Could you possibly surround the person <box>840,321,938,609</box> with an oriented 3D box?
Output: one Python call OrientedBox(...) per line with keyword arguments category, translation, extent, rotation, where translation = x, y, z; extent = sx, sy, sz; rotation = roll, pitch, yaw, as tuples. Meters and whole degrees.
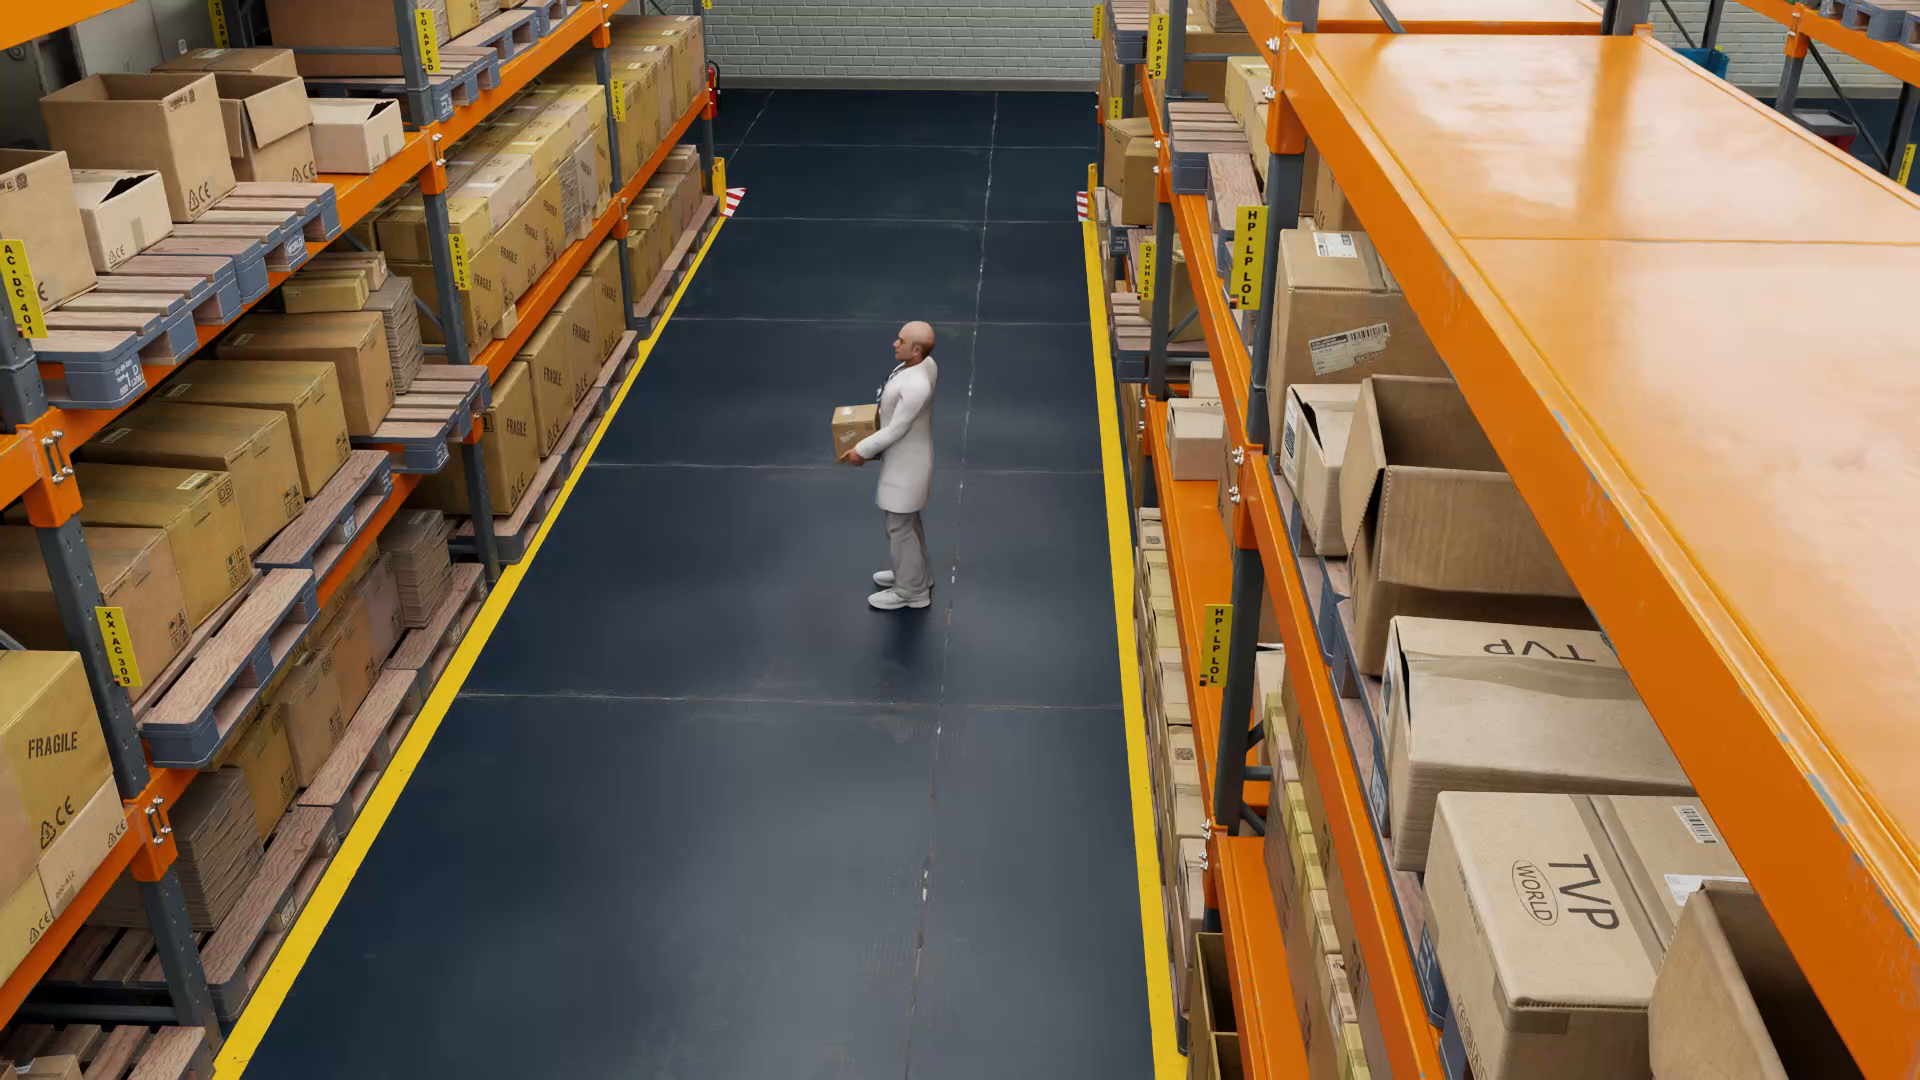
OrientedBox(category="person", translation=(-0.411, -0.448, 9.740), extent=(0.555, 1.769, 0.529), rotation=(1, 28, 2))
